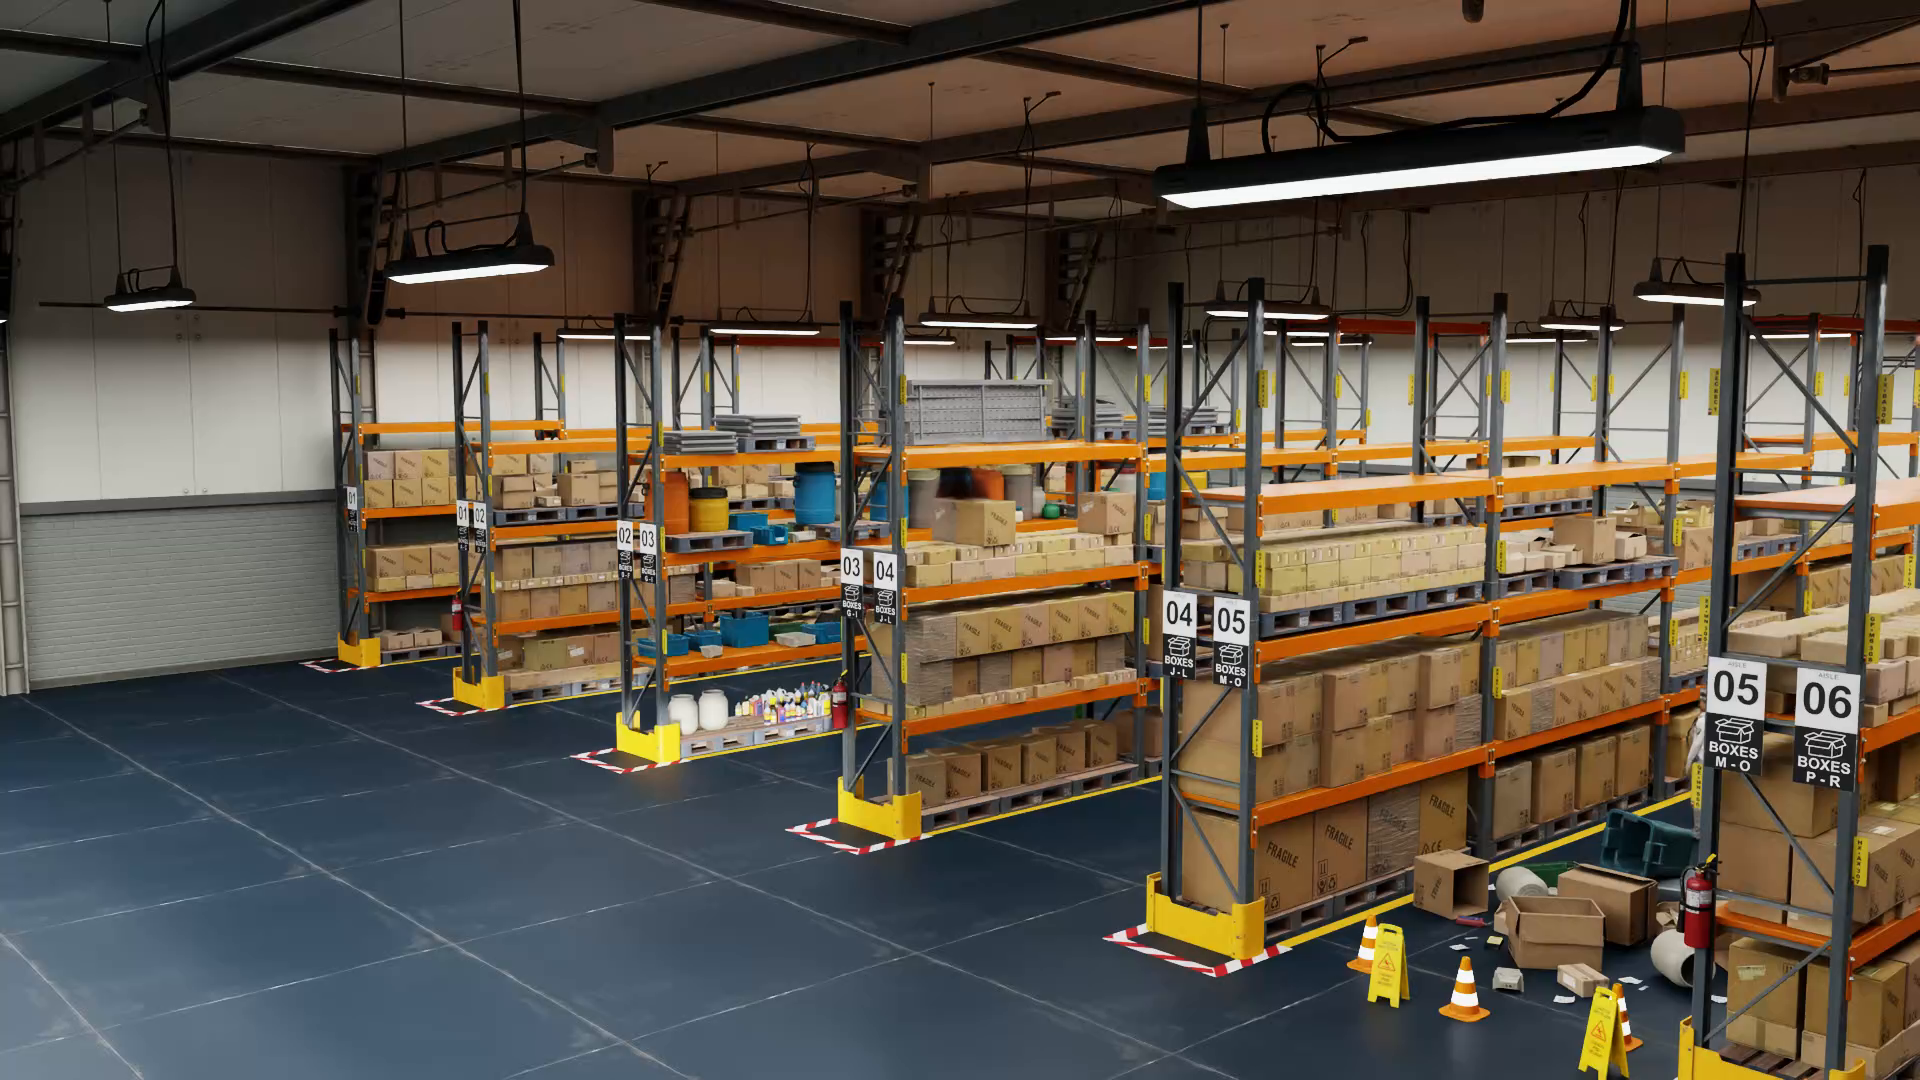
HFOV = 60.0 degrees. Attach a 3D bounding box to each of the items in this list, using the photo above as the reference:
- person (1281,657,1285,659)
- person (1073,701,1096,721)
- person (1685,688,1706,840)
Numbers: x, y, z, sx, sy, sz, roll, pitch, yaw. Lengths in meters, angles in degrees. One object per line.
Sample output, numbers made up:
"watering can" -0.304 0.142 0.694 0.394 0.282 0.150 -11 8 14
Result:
"person" 4.196 2.245 21.496 0.946 1.592 0.576 -5 7 -39
"person" 1.788 1.961 23.280 0.640 1.791 0.374 -5 7 -39
"person" 8.320 2.499 18.534 0.494 1.685 0.349 -3 6 -25
